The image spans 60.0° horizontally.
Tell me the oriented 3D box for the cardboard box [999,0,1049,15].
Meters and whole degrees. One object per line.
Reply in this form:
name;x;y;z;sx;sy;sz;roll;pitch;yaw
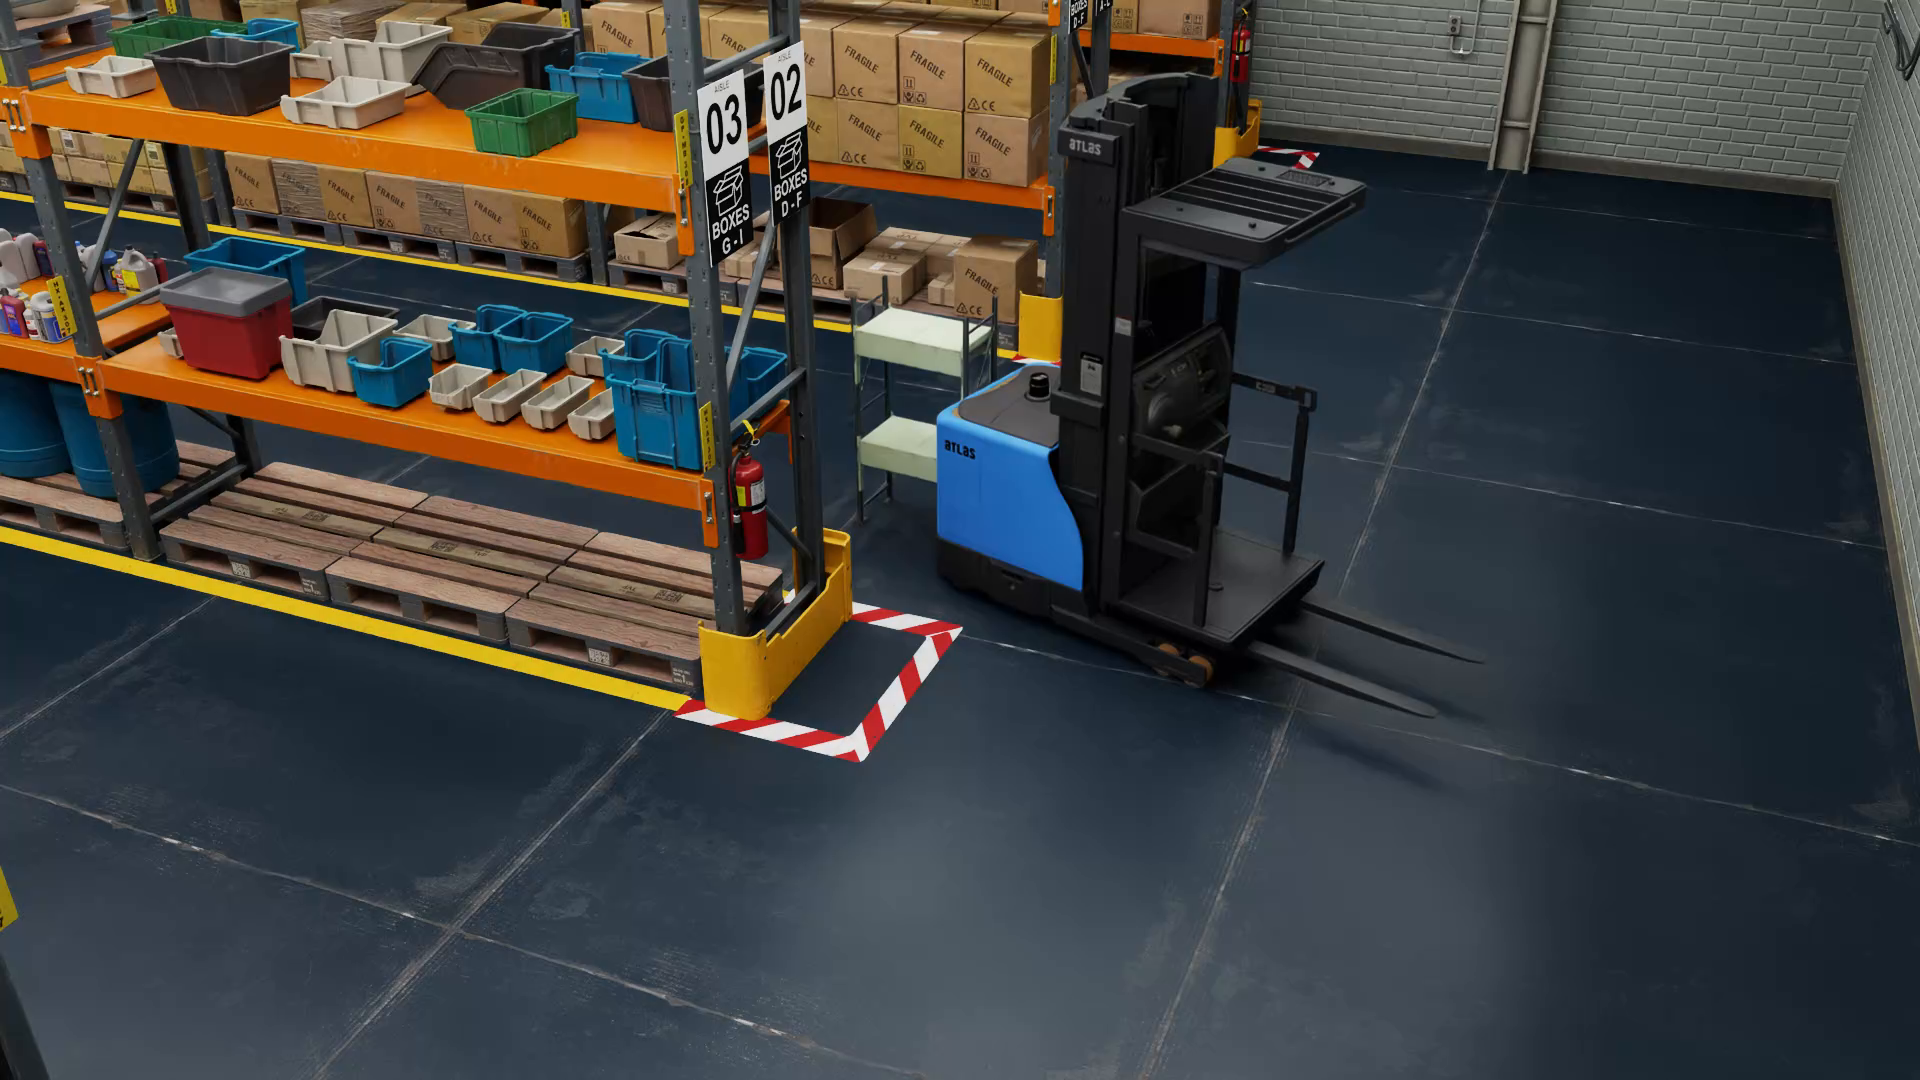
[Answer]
cardboard box;0.875;-5.678;16.853;0.700;0.700;0.980;10;31;17

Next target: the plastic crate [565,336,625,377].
plastic crate;-1.992;-0.995;9.081;0.298;0.136;0.250;11;31;19

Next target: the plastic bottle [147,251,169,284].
plastic bottle;-4.878;-1.617;10.093;0.133;0.283;0.061;11;31;19

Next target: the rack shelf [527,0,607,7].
rack shelf;-2.827;-5.980;18.423;4.000;0.370;1.077;11;31;19

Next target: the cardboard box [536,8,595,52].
cardboard box;-3.188;-4.079;13.802;0.500;0.500;0.700;1;30;2

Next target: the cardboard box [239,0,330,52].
cardboard box;-5.913;-4.565;14.660;0.500;0.500;0.700;1;30;2

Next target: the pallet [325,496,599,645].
pallet;-2.868;0.152;9.678;1.213;0.211;1.003;11;31;19

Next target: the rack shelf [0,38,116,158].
rack shelf;-6.552;-2.768;9.693;4.000;0.370;1.077;11;31;19

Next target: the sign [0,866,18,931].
sign;-2.640;0.930;4.508;0.005;0.325;0.100;11;31;19

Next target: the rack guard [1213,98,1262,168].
rack guard;2.755;-4.090;16.890;0.348;0.500;1.175;11;31;19

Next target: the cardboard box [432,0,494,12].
cardboard box;-5.872;-6.336;19.654;0.500;0.250;0.500;12;32;20

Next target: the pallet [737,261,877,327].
pallet;-1.062;-2.097;13.657;1.213;0.211;1.003;11;31;19

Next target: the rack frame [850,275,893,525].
rack frame;-0.531;-0.838;10.119;0.023;1.500;0.400;14;33;24

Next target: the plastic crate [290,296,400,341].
plastic crate;-3.560;-1.227;9.503;0.590;0.125;0.437;11;31;19

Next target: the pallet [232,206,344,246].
pallet;-5.862;-3.034;15.315;1.213;0.211;1.003;11;31;19

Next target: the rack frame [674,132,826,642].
rack frame;-0.992;-0.666;8.290;0.127;3.000;1.000;11;31;19

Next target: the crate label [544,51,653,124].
crate label;-1.725;-2.225;8.152;0.502;0.251;0.408;11;31;19

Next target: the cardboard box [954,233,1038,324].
cardboard box;0.277;-2.015;12.771;0.500;0.500;0.500;11;31;19

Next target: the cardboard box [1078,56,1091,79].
cardboard box;1.300;-4.898;17.233;0.250;0.149;0.380;12;32;20

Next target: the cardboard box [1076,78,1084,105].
cardboard box;1.117;-4.547;17.270;0.500;0.500;0.700;10;31;17

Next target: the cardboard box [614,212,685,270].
cardboard box;-2.525;-2.508;13.836;0.500;0.311;0.500;11;31;19

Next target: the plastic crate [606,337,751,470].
plastic crate;-1.373;-0.684;8.226;0.499;0.435;0.616;11;31;19

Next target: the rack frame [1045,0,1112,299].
rack frame;0.874;-2.923;12.285;0.127;3.000;1.000;11;31;19

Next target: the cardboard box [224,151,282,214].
cardboard box;-6.225;-3.292;15.031;0.500;0.500;0.500;13;32;21

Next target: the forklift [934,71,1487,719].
forklift;1.331;-0.791;8.583;3.031;2.935;1.130;21;35;32

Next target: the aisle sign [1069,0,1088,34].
aisle sign;0.822;-3.903;11.376;0.004;0.787;0.394;11;31;19

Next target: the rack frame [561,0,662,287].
rack frame;-2.833;-3.663;13.594;0.127;3.000;1.000;11;31;19

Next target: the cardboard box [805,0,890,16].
cardboard box;-0.858;-3.886;12.871;0.500;0.500;0.500;11;31;19

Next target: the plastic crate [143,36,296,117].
plastic crate;-3.651;-2.300;8.266;0.590;0.269;0.497;11;31;19

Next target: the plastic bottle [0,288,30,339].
plastic bottle;-5.417;-1.302;9.536;0.133;0.283;0.061;11;31;19

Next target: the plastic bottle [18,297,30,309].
plastic bottle;-5.404;-1.306;9.625;0.097;0.201;0.097;0;29;0

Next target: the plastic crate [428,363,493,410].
plastic crate;-2.627;-0.792;8.721;0.250;0.136;0.298;11;31;19

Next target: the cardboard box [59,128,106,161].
cardboard box;-8.068;-3.806;15.644;0.500;0.311;0.500;11;31;19

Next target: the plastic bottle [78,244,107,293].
plastic bottle;-5.323;-1.679;10.209;0.135;0.276;0.152;11;31;19

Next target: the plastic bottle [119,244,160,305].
plastic bottle;-4.940;-1.604;10.002;0.185;0.351;0.144;11;31;19

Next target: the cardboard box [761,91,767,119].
cardboard box;-1.525;-3.302;12.852;0.500;0.500;0.500;11;31;19

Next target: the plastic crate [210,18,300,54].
plastic crate;-3.735;-2.616;8.862;0.300;0.233;0.416;11;31;19

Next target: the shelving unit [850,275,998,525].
shelving unit;-0.207;-0.754;9.972;0.755;1.500;0.431;14;33;24

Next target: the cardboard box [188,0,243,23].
cardboard box;-9.364;-6.680;21.024;0.500;0.500;0.500;9;31;15

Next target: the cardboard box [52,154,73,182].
cardboard box;-8.540;-3.657;15.951;0.500;0.250;0.500;12;32;20

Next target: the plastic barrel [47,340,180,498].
plastic barrel;-5.196;-0.783;10.204;0.708;0.901;0.600;11;31;19

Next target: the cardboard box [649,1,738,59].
cardboard box;-2.024;-3.831;12.774;0.500;0.500;0.500;10;31;18

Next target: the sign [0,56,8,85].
sign;-4.907;-2.465;8.416;0.005;0.325;0.100;11;31;19

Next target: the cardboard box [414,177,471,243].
cardboard box;-4.317;-2.916;14.364;0.500;0.500;0.500;12;32;20

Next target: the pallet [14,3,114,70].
pallet;-5.462;-2.730;9.086;1.003;0.211;1.213;11;31;19

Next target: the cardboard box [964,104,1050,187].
cardboard box;0.356;-2.926;12.187;0.500;0.500;0.500;12;32;21

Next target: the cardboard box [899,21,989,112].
cardboard box;-0.110;-3.452;12.103;0.500;0.500;0.500;12;32;20

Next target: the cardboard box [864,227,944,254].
cardboard box;-0.450;-2.333;13.587;0.500;0.250;0.500;11;31;19
